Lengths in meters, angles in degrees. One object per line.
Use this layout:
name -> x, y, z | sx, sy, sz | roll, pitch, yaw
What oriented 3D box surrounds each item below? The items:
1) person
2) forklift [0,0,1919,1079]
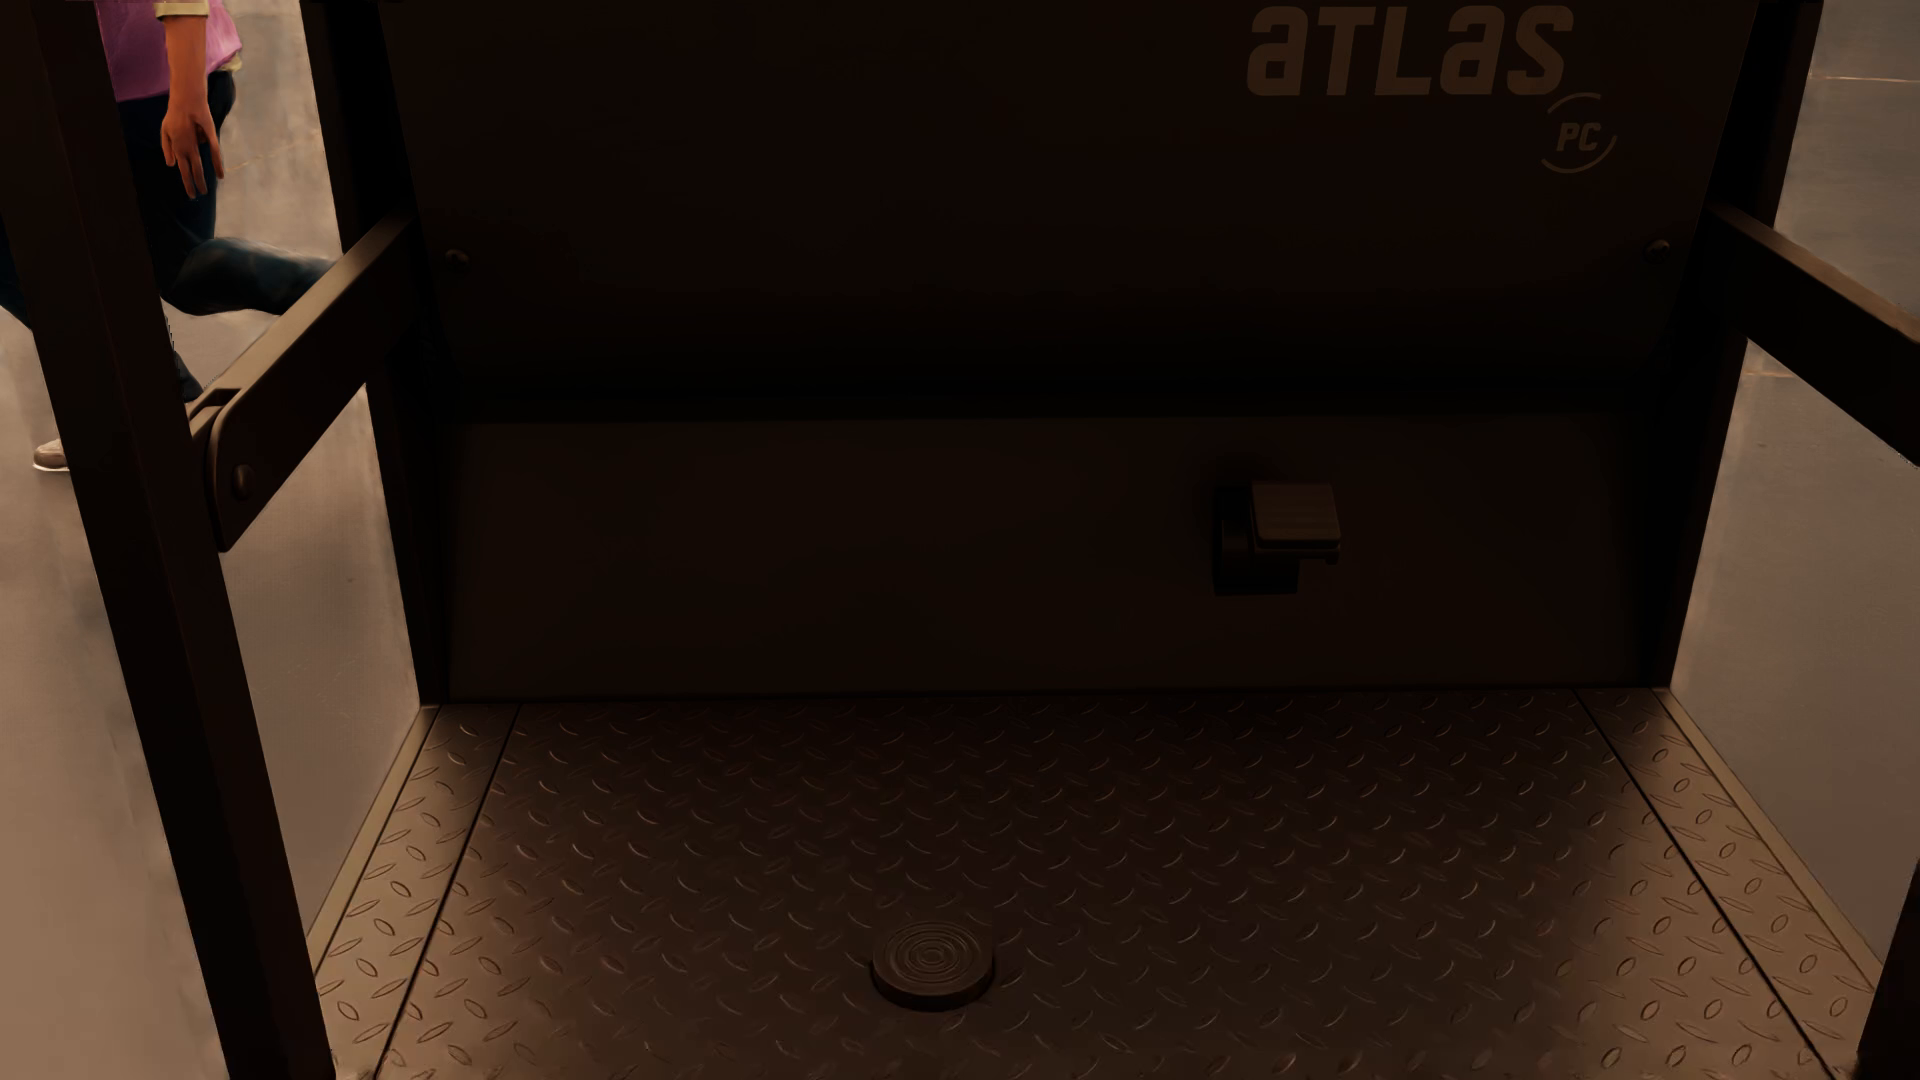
person -> -1.244, -0.723, 2.451 | 0.795, 1.385, 0.513 | -4, 27, -7
forklift -> 0.083, -0.762, 0.756 | 1.130, 2.935, 3.031 | -1, 27, -1
